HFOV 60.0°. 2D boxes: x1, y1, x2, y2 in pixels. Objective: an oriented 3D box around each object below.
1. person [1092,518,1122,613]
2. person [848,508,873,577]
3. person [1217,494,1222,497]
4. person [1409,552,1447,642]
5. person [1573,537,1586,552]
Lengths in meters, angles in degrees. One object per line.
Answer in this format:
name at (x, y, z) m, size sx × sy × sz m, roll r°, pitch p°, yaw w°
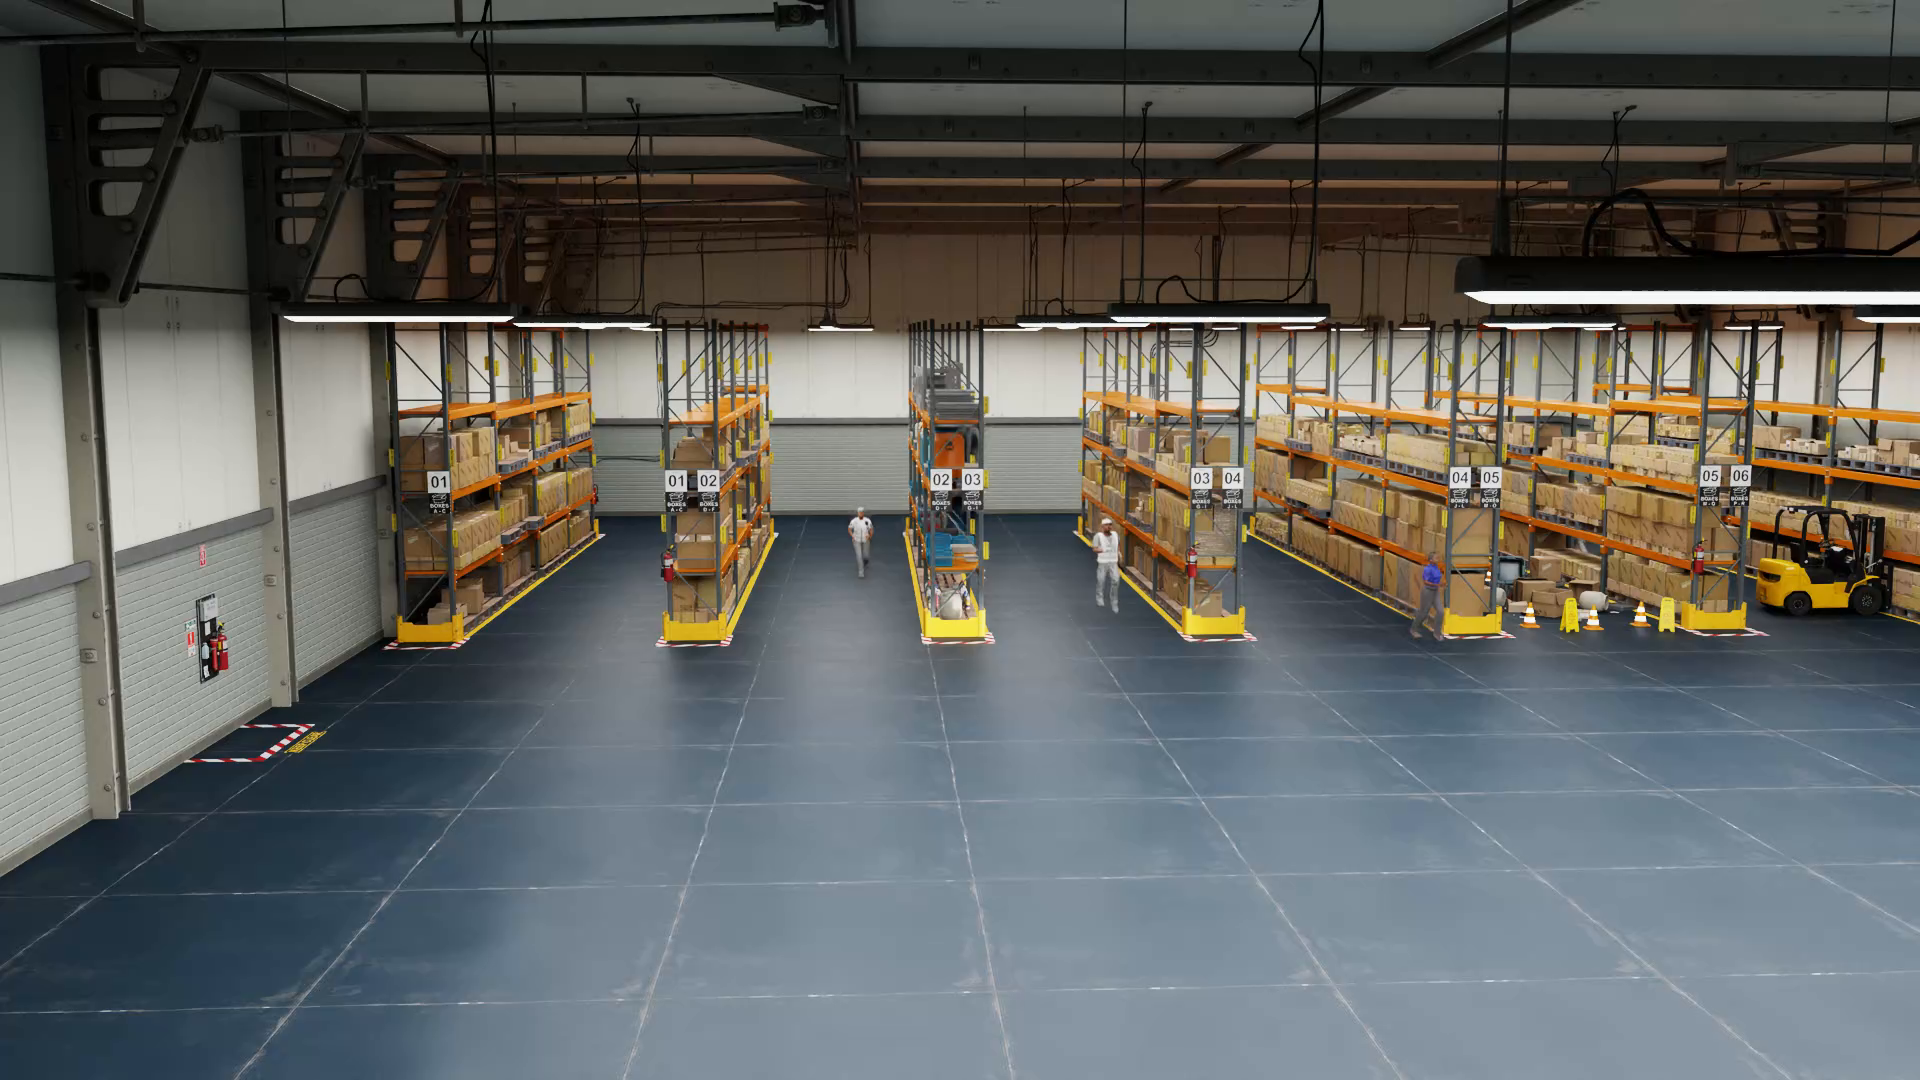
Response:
person at (2.938, 0.507, 32.947) m, size 0.667 × 1.878 × 0.719 m, roll -1°, pitch 7°, yaw -12°
person at (-2.367, 0.037, 39.531) m, size 0.605 × 1.638 × 0.598 m, roll -1°, pitch 7°, yaw -7°
person at (7.144, -1.049, 48.059) m, size 0.866 × 1.736 × 0.803 m, roll 2°, pitch 7°, yaw 12°
person at (8.817, 1.082, 31.182) m, size 0.597 × 1.722 × 0.756 m, roll -6°, pitch 10°, yaw -42°
person at (15.924, -0.404, 42.751) m, size 0.550 × 1.693 × 0.904 m, roll -1°, pitch 7°, yaw -10°
